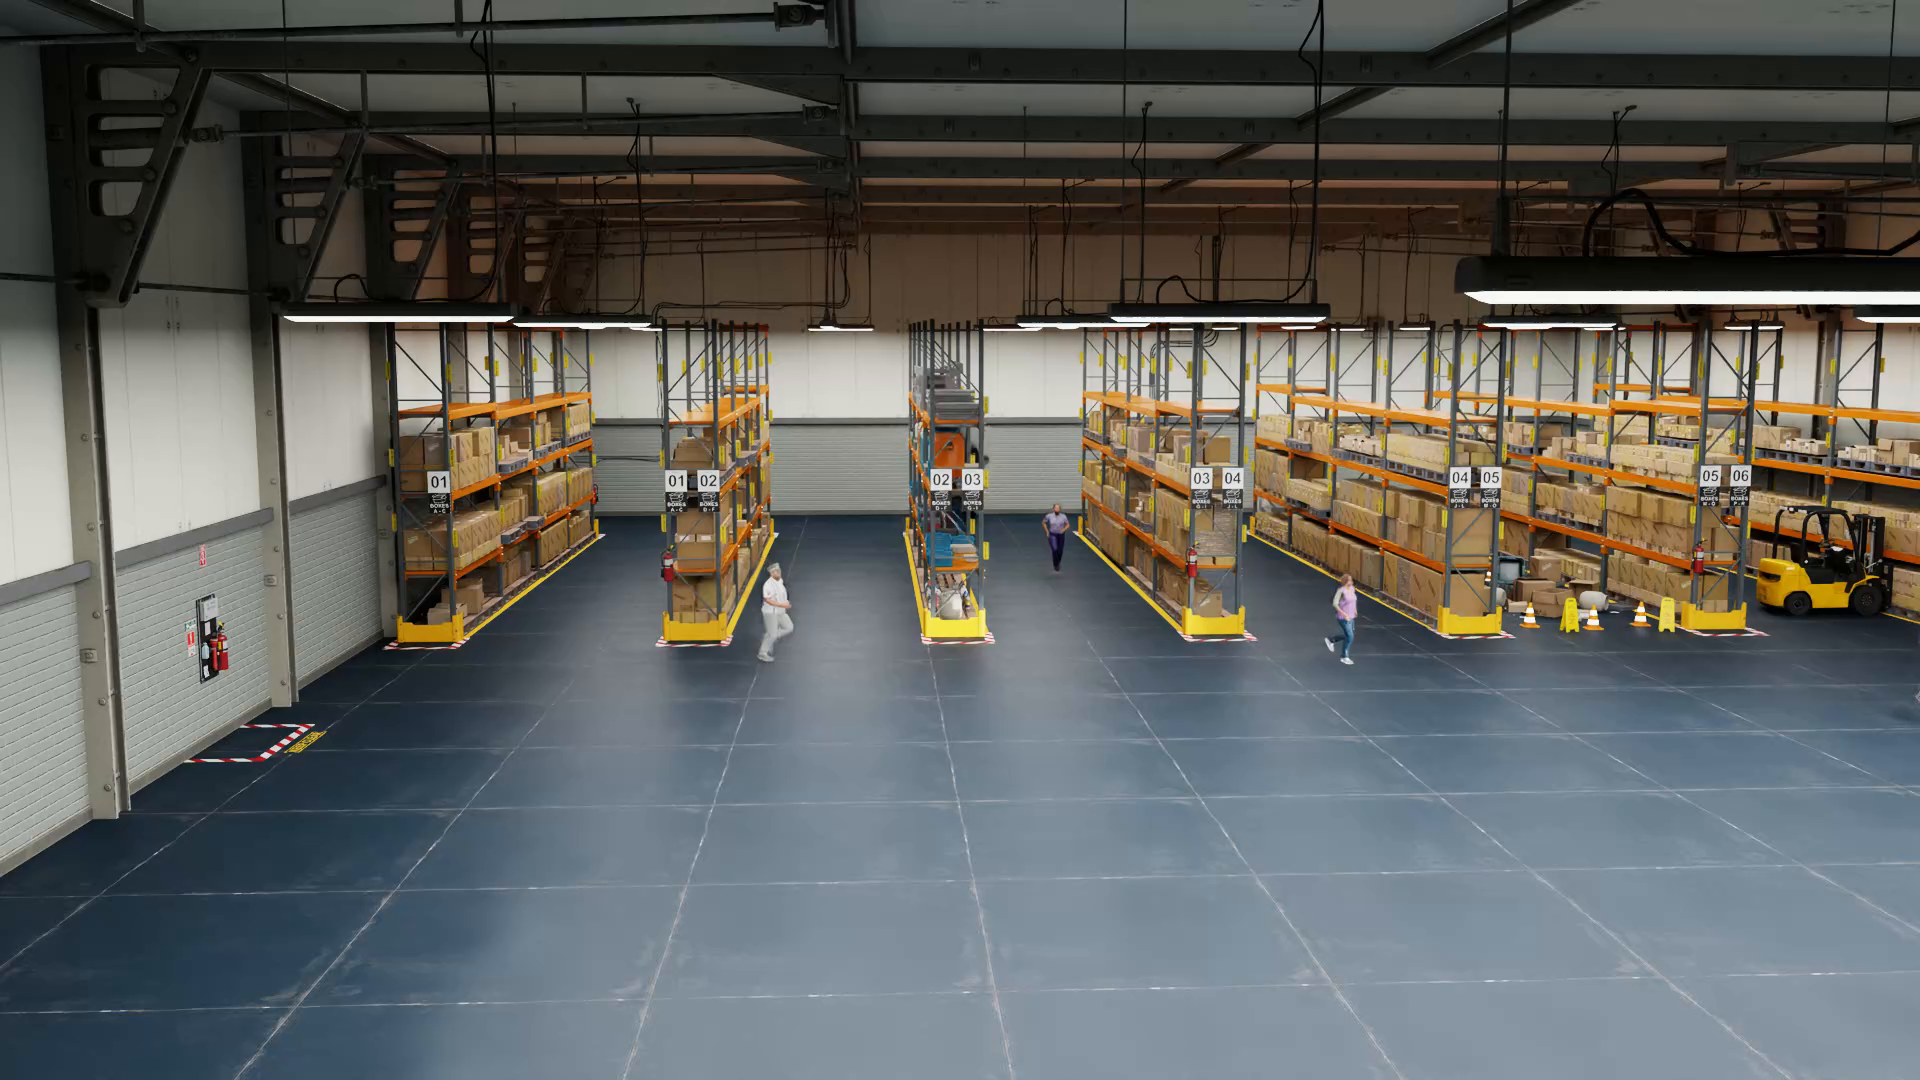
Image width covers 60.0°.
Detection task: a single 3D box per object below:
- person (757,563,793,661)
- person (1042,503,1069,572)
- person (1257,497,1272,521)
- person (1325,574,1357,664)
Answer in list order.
[{"bbox_3d":[-3.221,1.252,29.277,0.712,1.744,0.689,3,8,25],"label":"person"},{"bbox_3d":[2.252,-0.041,38.791,0.617,1.647,0.837,-1,7,-9],"label":"person"},{"bbox_3d":[8.956,-1.148,48.871,0.837,1.726,0.682,-2,7,-17],"label":"person"},{"bbox_3d":[6.671,1.362,29.160,0.548,1.587,0.604,-6,9,-42],"label":"person"}]
